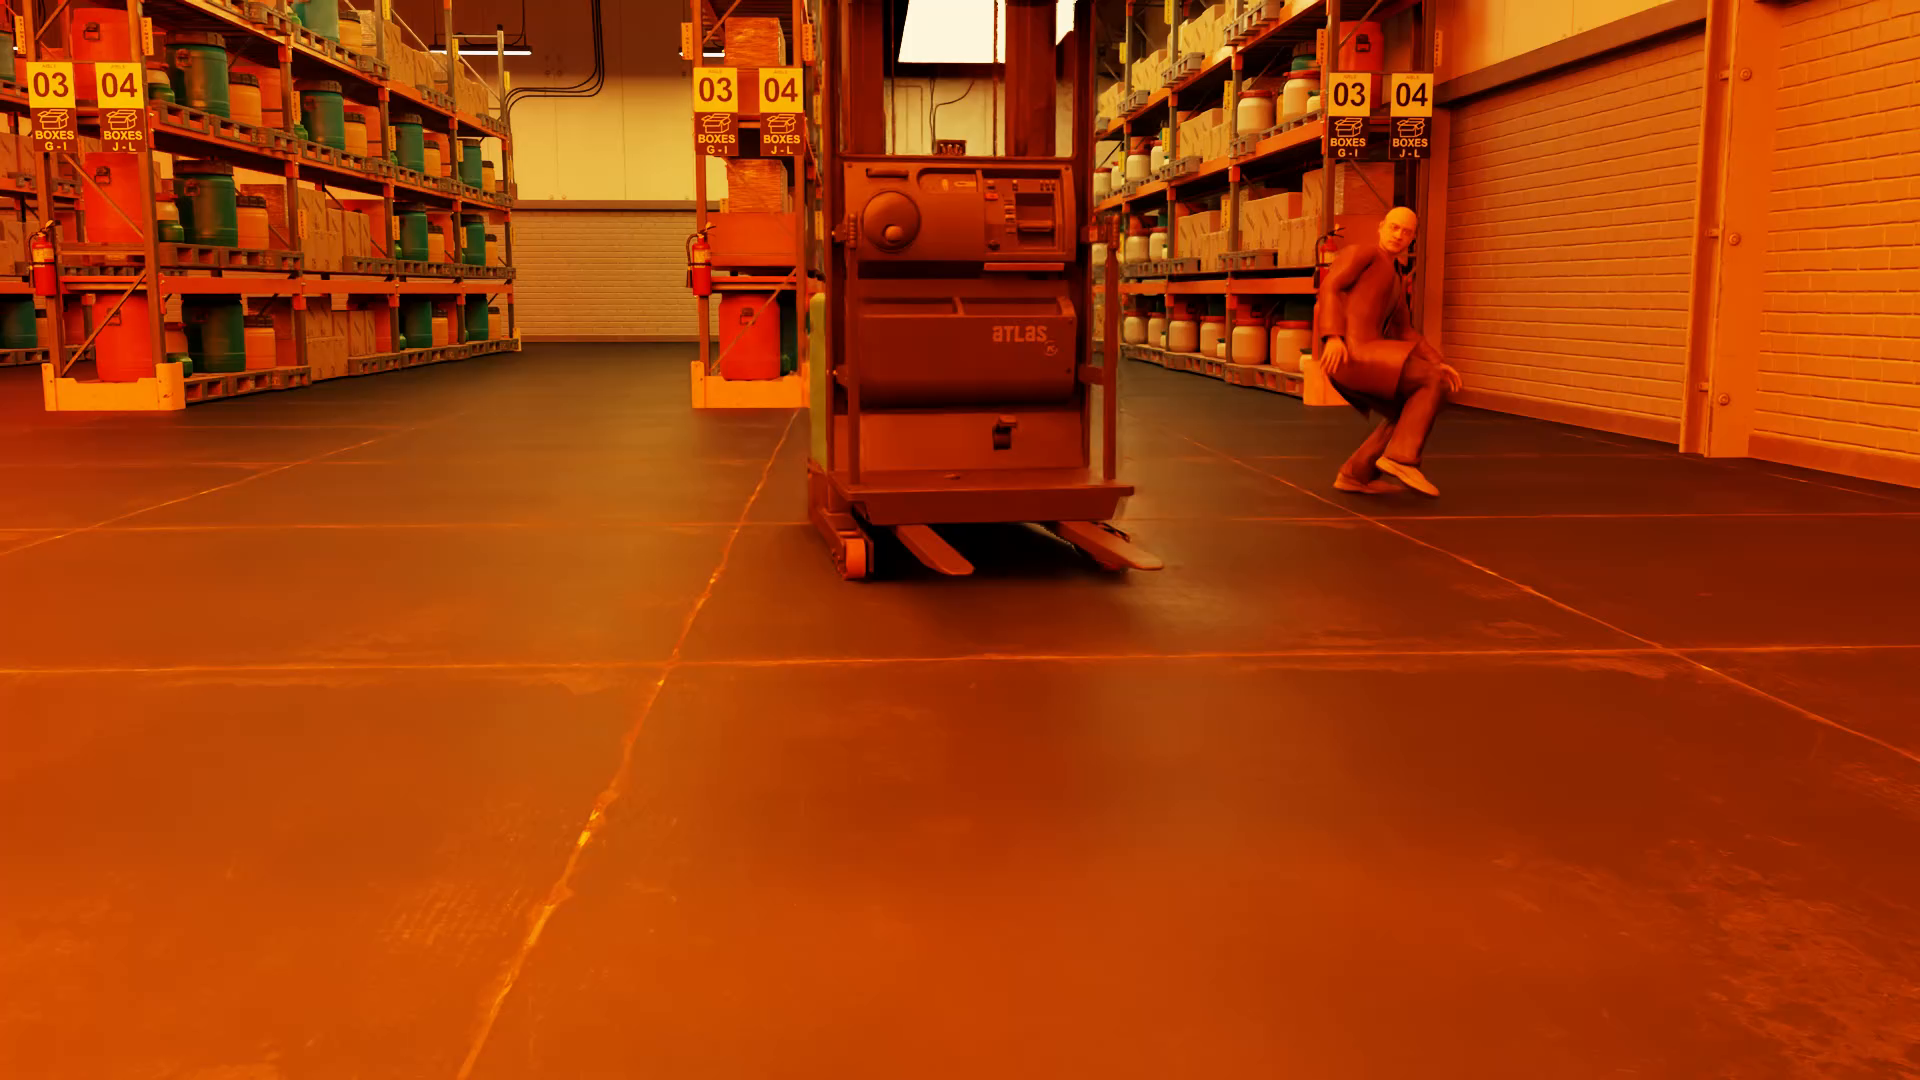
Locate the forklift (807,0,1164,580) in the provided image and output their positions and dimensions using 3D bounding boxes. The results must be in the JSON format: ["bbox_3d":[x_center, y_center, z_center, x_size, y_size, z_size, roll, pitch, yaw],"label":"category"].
[{"bbox_3d":[0.042,-1.353,6.439,1.130,2.935,3.031,-1,9,-10],"label":"forklift"}]

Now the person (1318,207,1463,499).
[{"bbox_3d":[2.249,-0.954,8.662,0.705,1.545,0.832,3,9,18],"label":"person"}]
